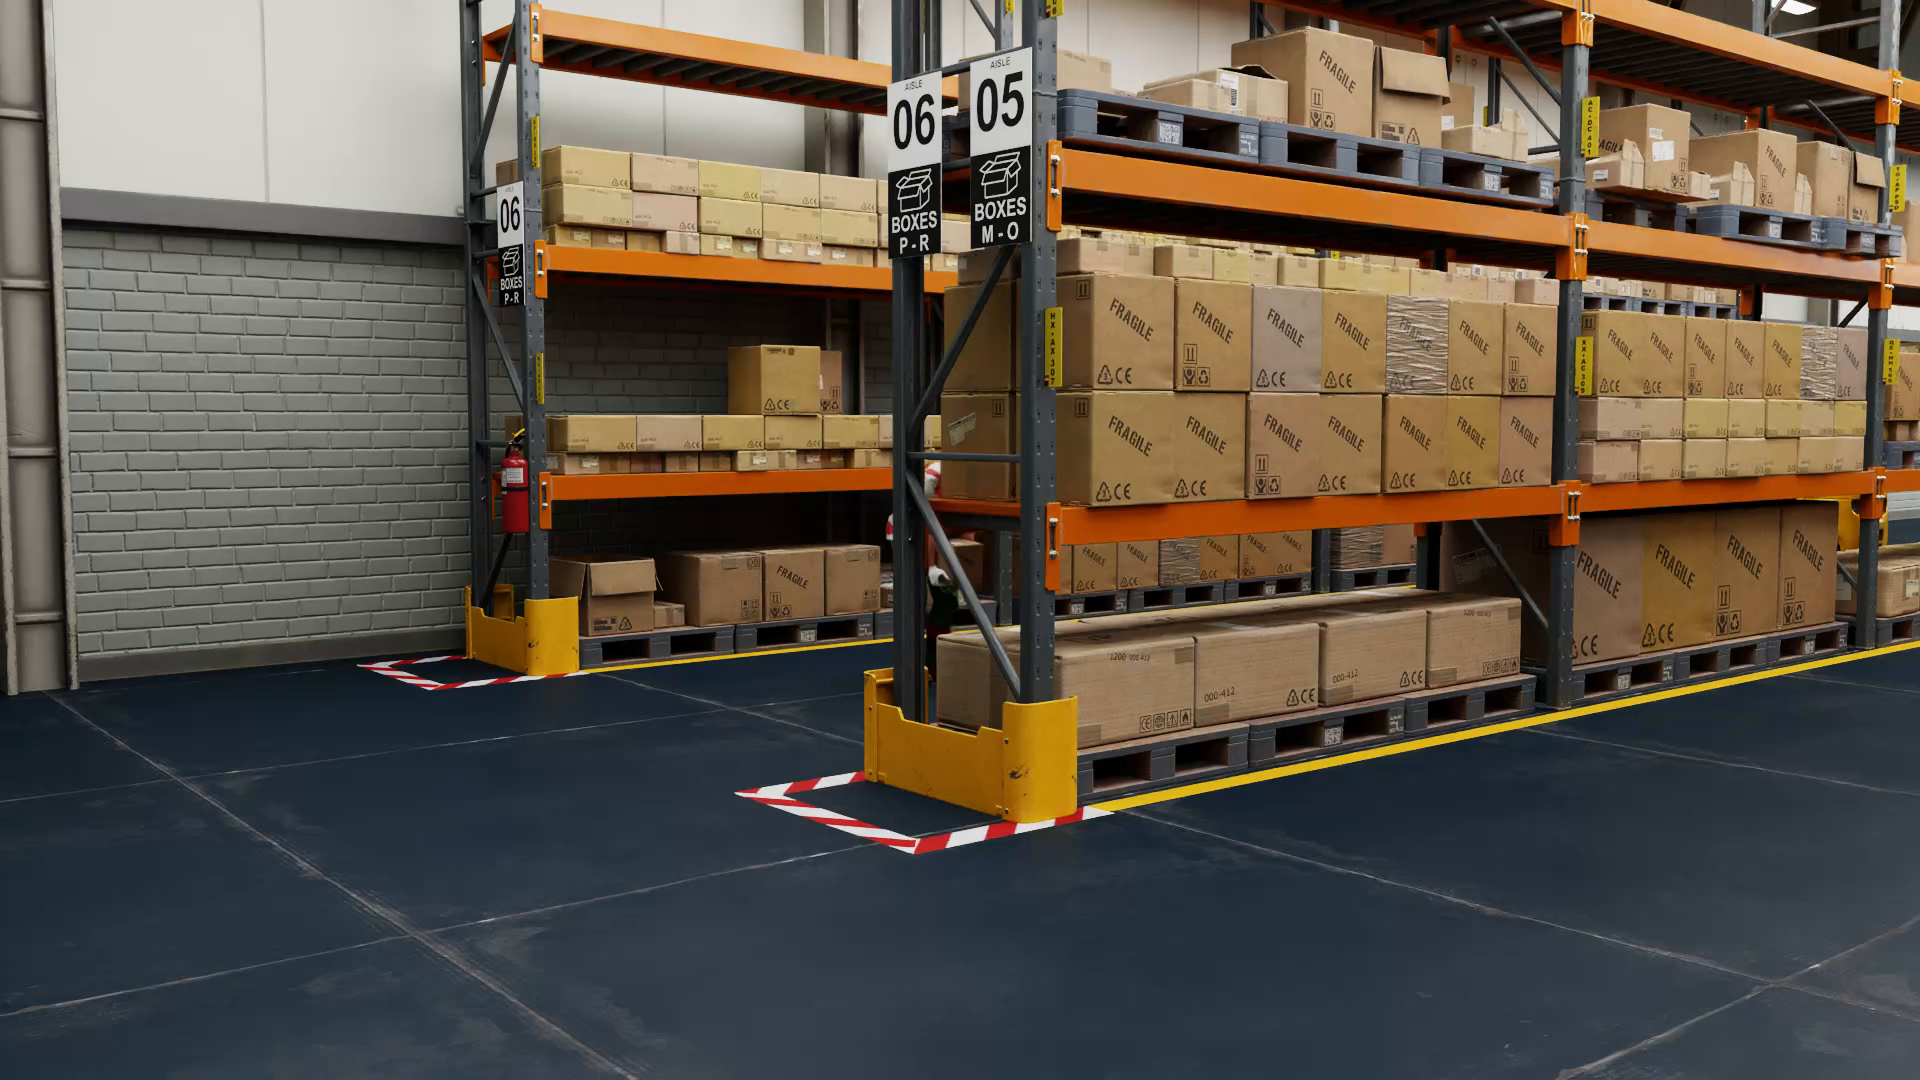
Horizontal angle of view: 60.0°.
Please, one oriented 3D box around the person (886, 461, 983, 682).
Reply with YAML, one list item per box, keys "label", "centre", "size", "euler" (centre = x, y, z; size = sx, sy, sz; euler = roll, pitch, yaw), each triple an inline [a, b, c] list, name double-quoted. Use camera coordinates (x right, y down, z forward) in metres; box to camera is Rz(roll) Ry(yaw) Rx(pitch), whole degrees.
- label: "person"
  centre: [-0.123, 0.117, 10.560]
  size: [0.487, 1.583, 0.782]
  euler: [-4, 6, -40]
